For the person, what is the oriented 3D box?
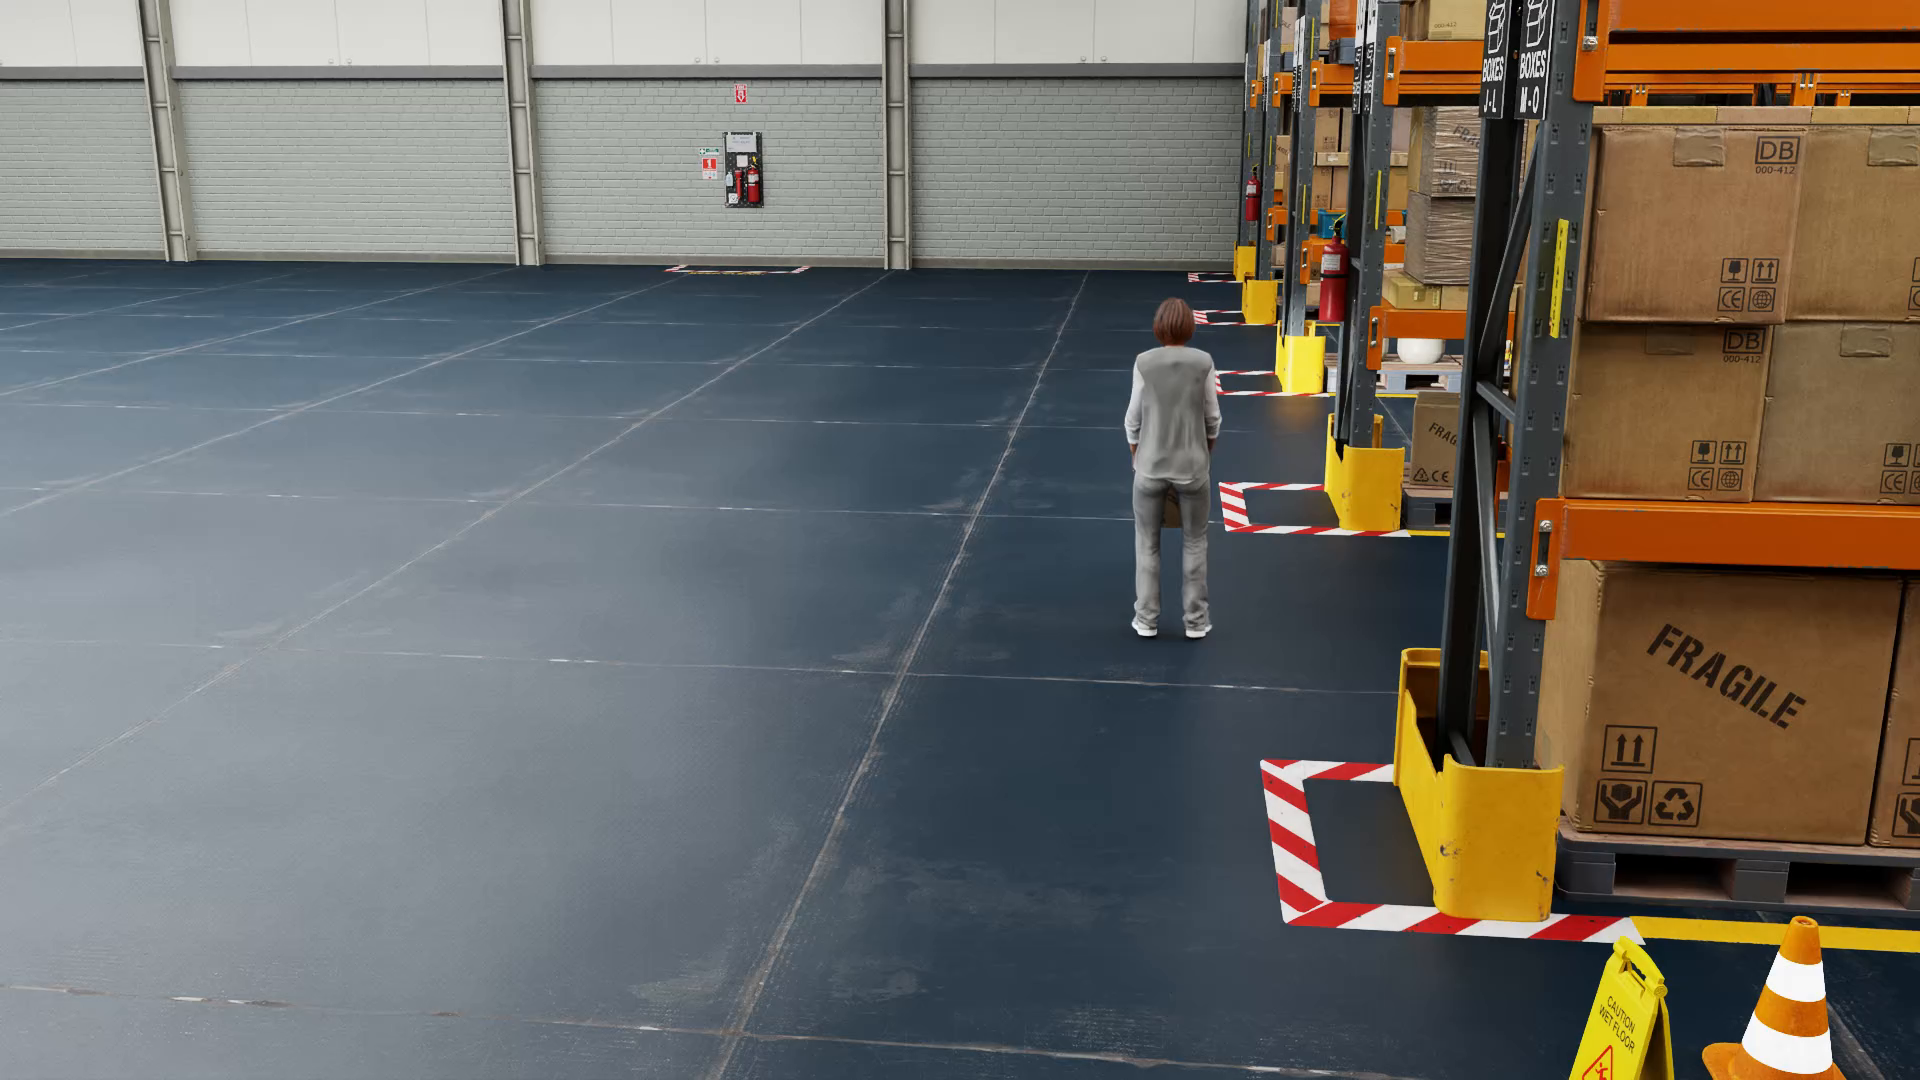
[{"bbox_3d":[0.988,-0.326,7.773,0.447,1.600,0.347,1,15,5],"label":"person"}]
